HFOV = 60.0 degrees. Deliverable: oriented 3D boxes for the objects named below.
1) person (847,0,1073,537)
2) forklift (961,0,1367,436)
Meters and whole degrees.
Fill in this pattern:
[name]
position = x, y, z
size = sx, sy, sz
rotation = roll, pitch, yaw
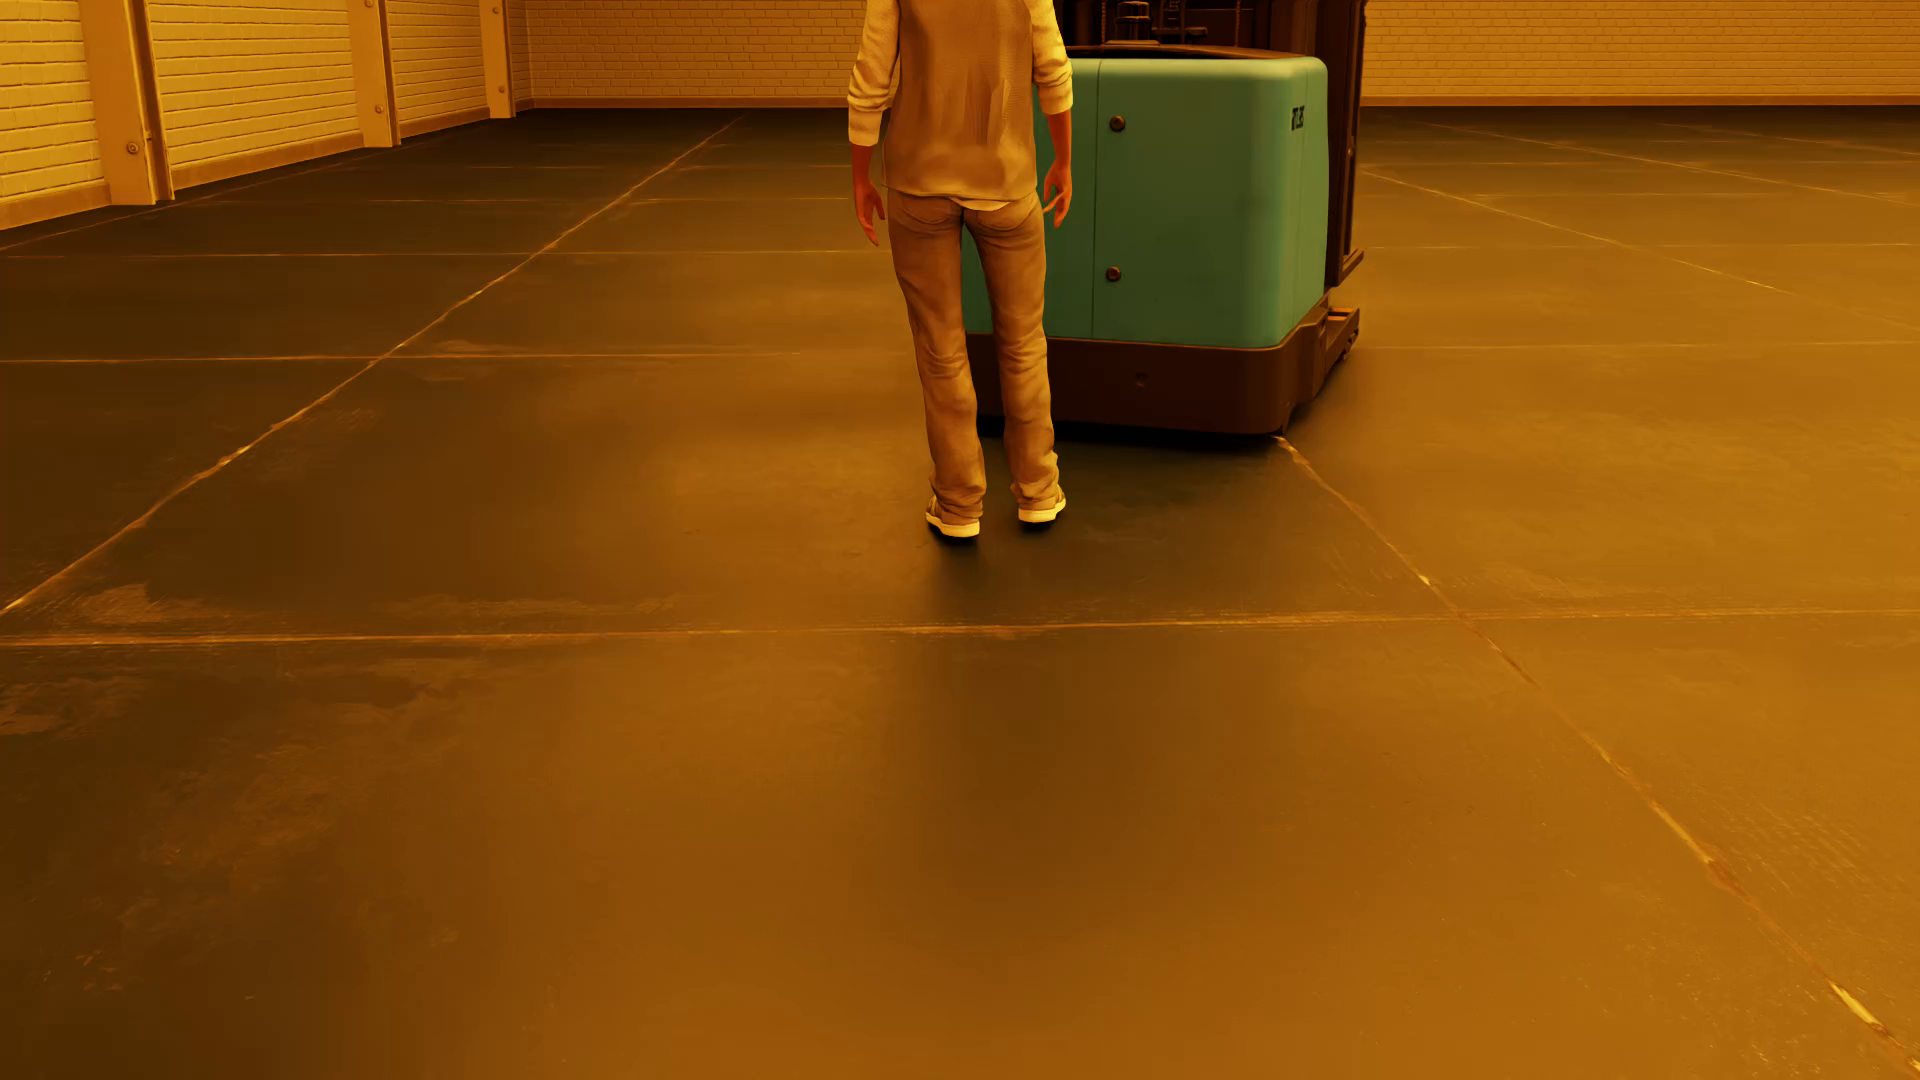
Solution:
[person]
position = 0.010, -0.792, 3.753
size = 0.521, 1.596, 0.475
rotation = -1, 17, -3
[forklift]
position = 0.866, -2.086, 5.726
size = 1.130, 2.935, 3.031
rotation = 6, 18, 18
